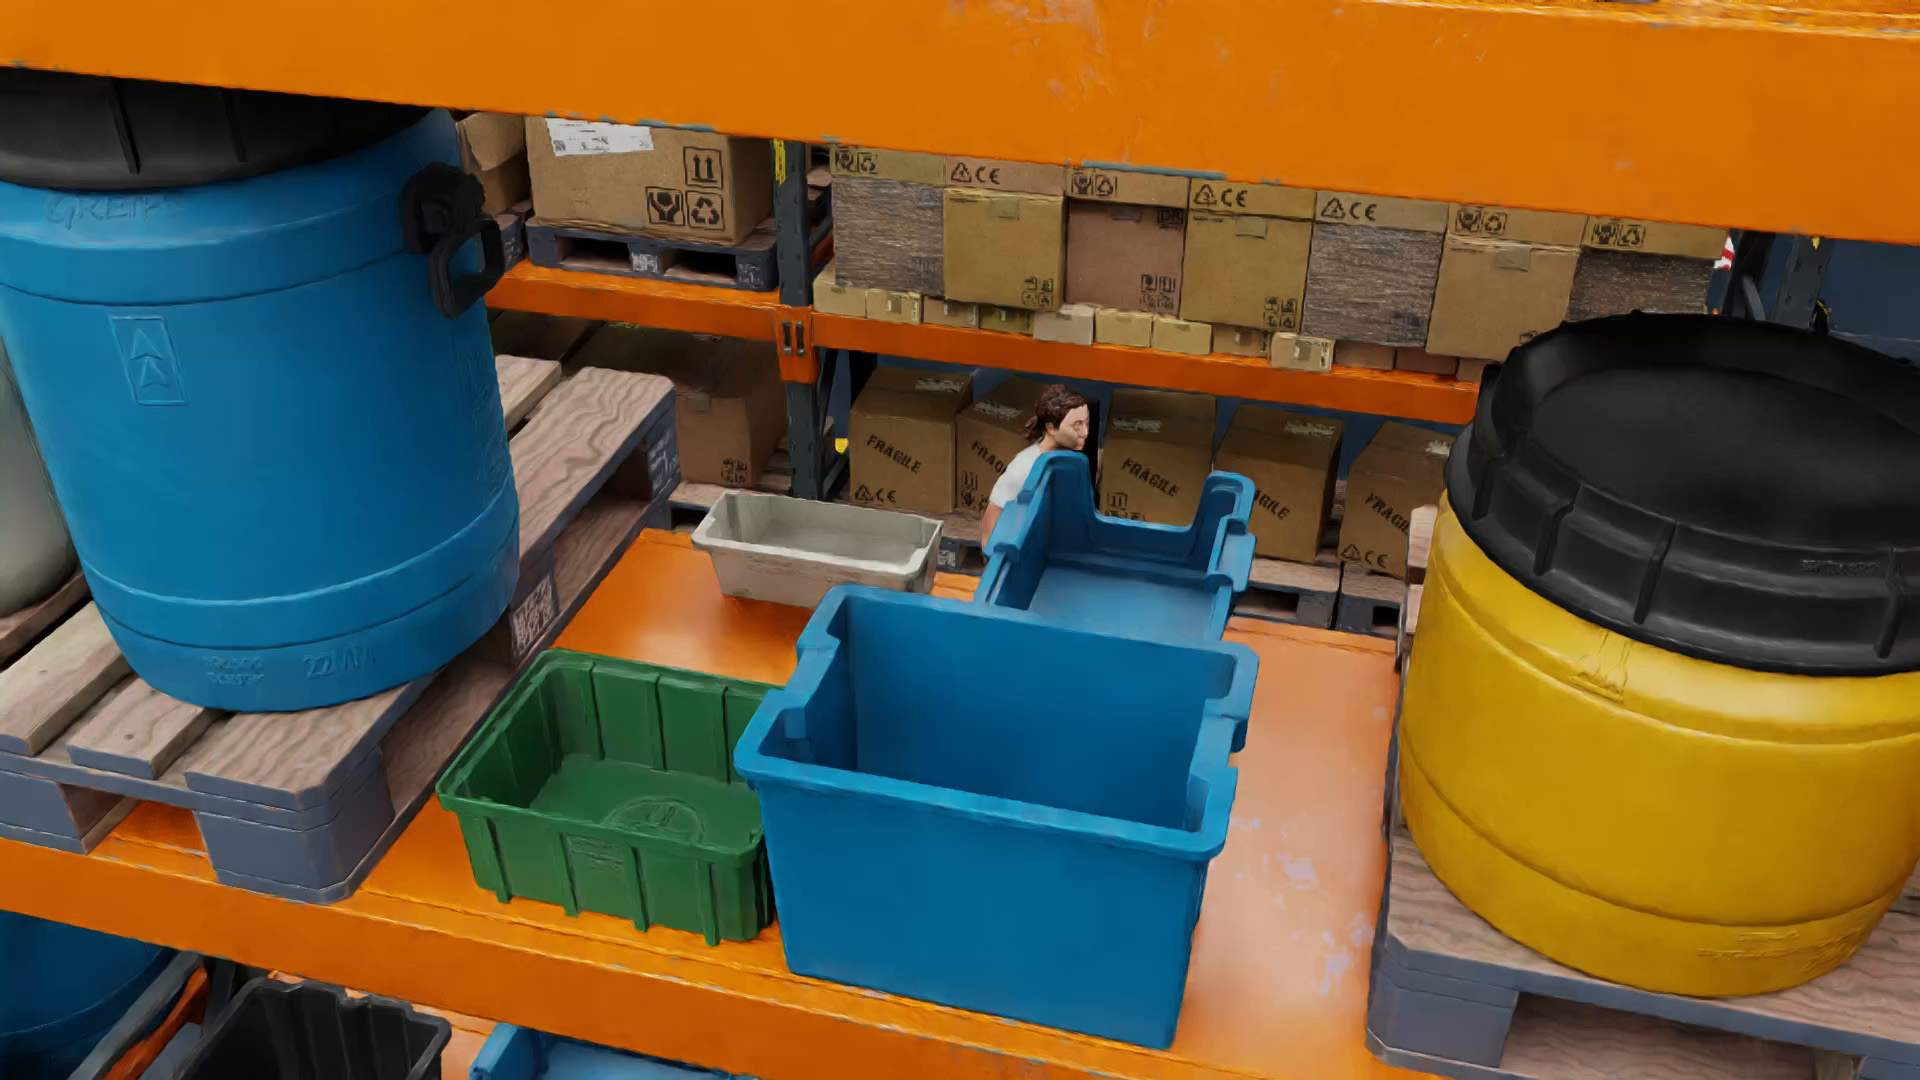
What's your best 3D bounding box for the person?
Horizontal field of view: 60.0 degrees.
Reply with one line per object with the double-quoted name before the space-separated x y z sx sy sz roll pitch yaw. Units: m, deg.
"person" 0.421 0.074 6.673 0.493 1.522 0.795 20 38 28
